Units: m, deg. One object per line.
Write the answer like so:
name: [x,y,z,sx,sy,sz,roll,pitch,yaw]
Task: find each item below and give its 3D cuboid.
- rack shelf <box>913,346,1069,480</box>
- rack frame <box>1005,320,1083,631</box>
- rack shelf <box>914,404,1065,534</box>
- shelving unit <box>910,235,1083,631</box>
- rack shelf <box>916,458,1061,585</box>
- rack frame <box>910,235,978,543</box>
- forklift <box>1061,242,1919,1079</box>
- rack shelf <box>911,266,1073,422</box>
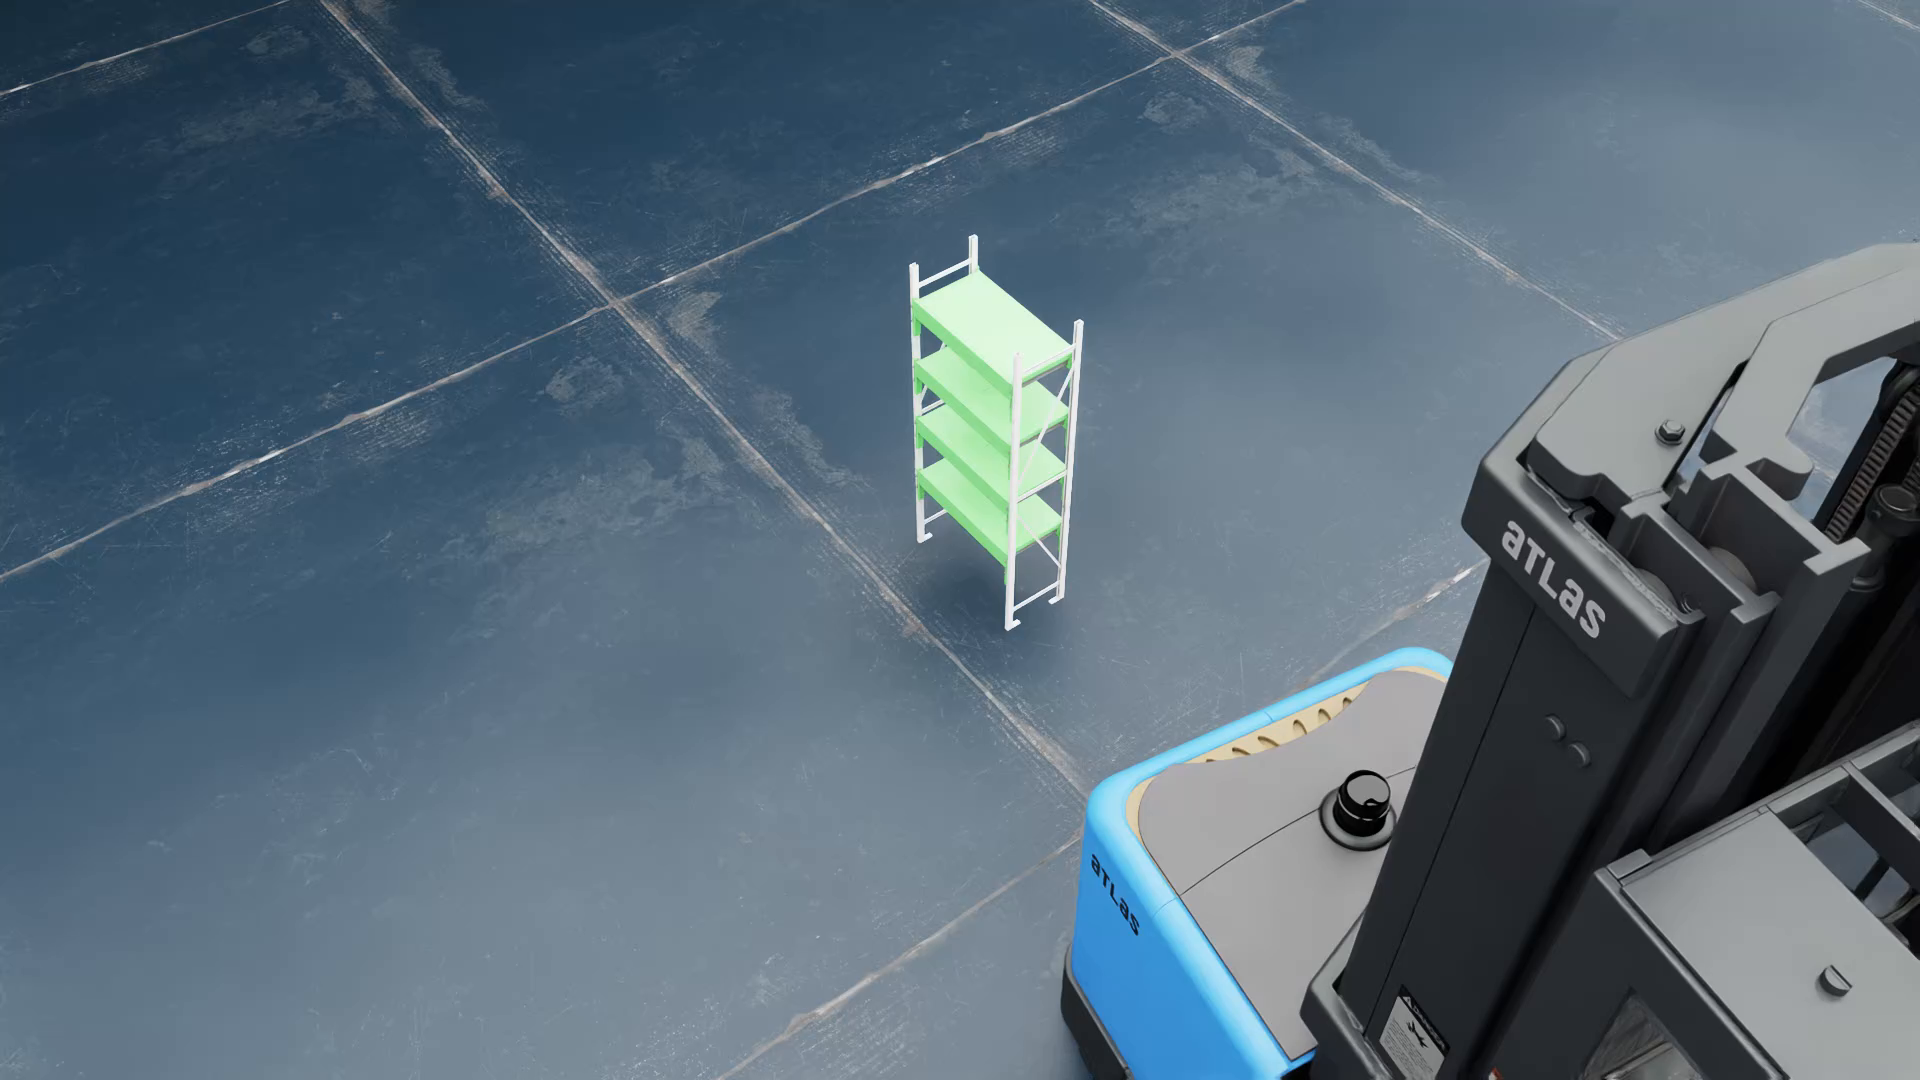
rack shelf: [0.100,-0.424,5.087,0.258,0.148,0.480,-29,54,-24]
rack frame: [0.248,-0.162,5.087,0.240,1.200,0.015,-29,54,-24]
rack shelf: [0.100,-0.262,5.264,0.258,0.148,0.480,-29,54,-24]
shelving unit: [0.100,-0.305,5.217,0.258,1.200,0.503,-29,54,-24]
rack shelf: [0.100,-0.101,5.442,0.258,0.148,0.480,-29,54,-24]
rack frame: [-0.048,-0.449,5.347,0.240,1.200,0.015,-29,54,-24]
forklift: [1.393,1.113,2.762,1.130,2.935,3.031,-21,51,-18]
rack shelf: [0.100,-0.585,4.909,0.258,0.148,0.480,-29,54,-24]
